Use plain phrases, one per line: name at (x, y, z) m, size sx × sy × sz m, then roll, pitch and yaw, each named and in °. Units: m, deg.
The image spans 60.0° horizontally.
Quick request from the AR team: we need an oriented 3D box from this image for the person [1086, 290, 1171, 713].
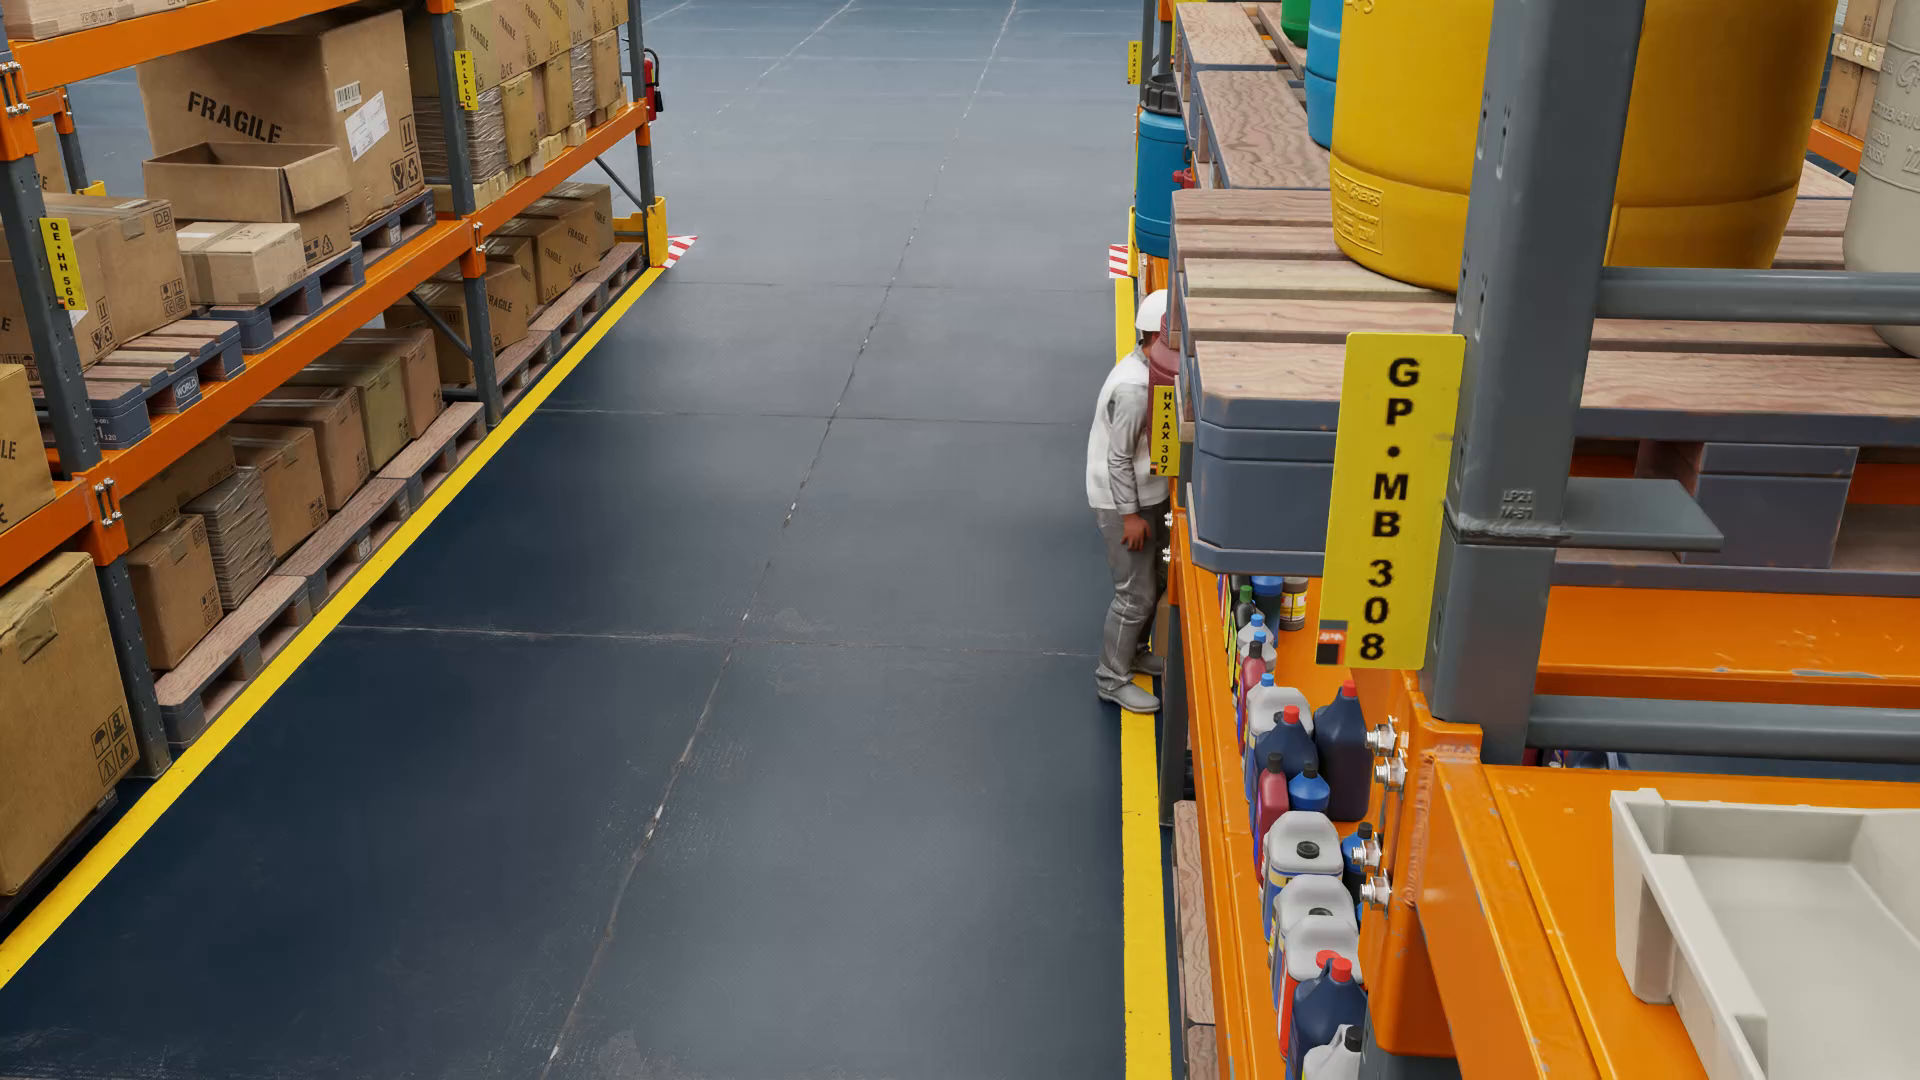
person at (0.765, -0.184, 6.976) m, size 0.462 × 1.772 × 0.580 m, roll 9°, pitch 26°, yaw 20°
